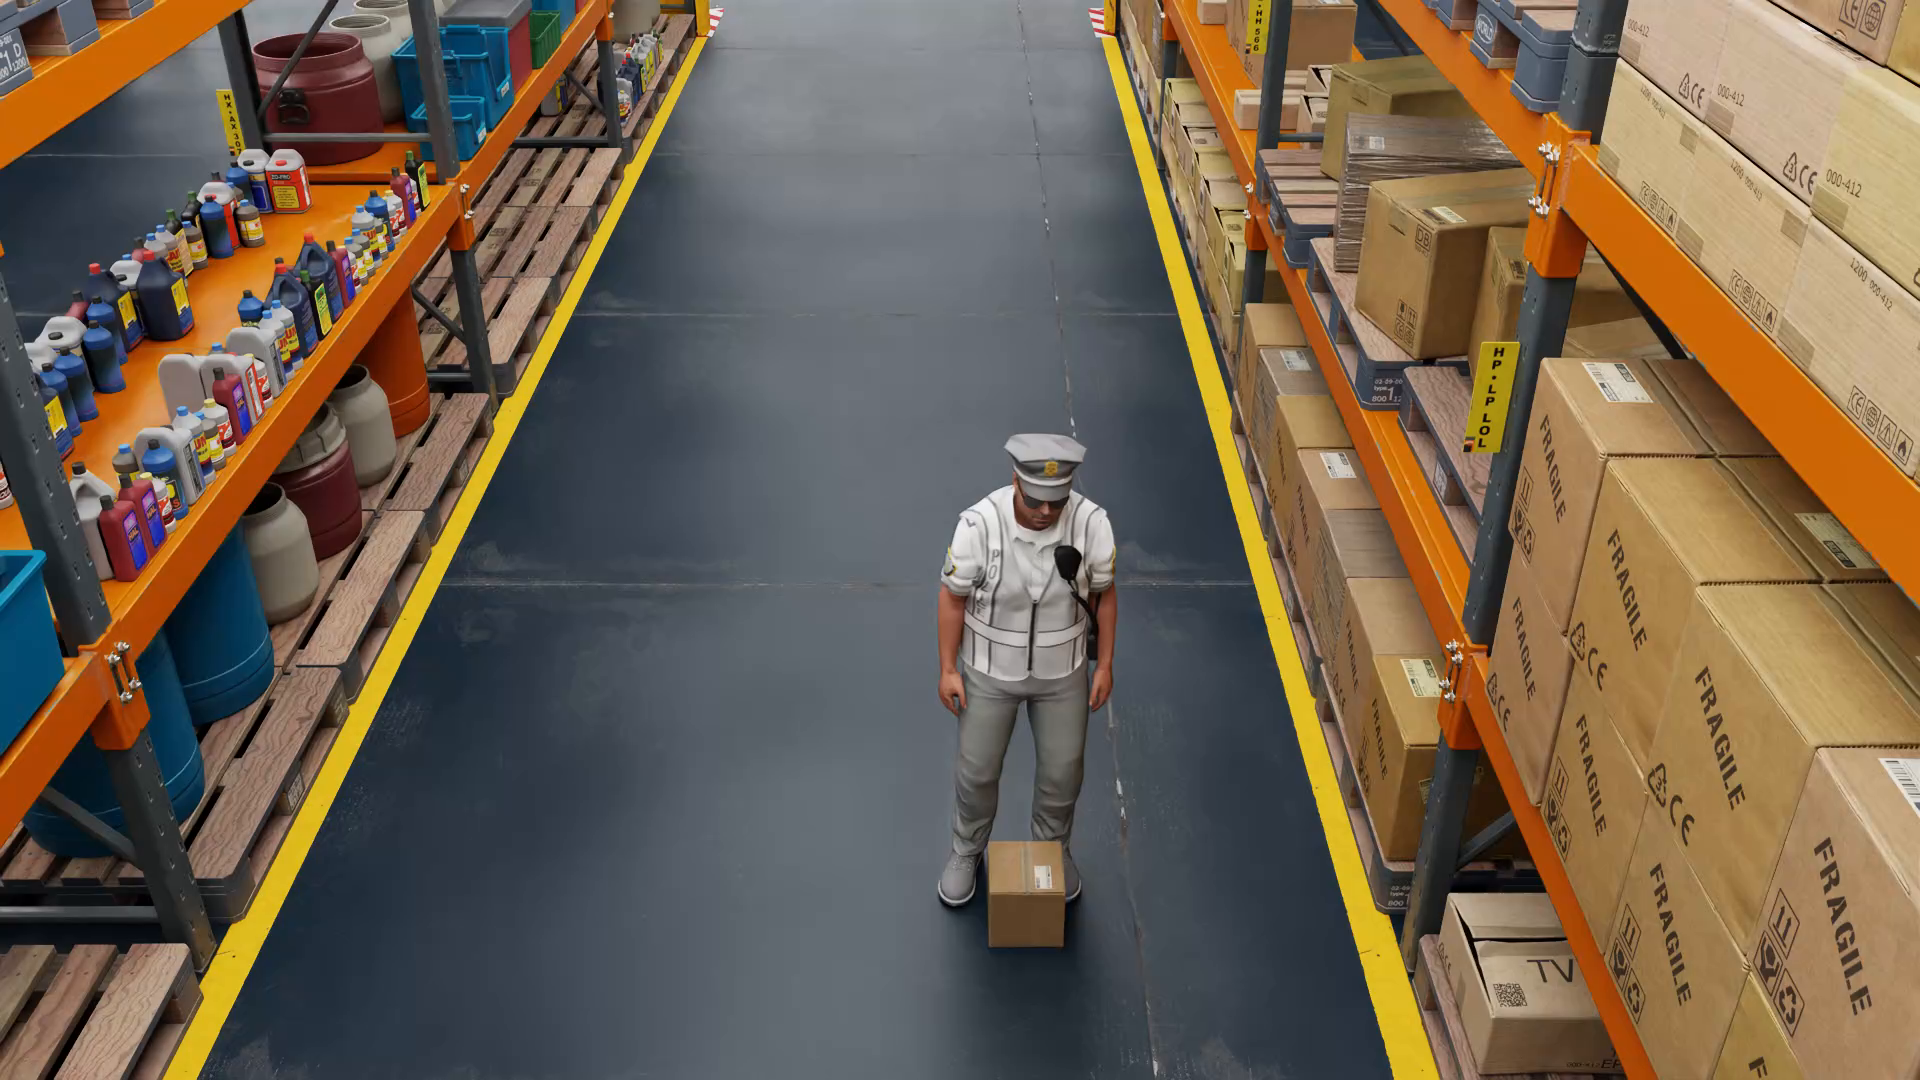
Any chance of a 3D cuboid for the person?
[{"bbox_3d":[0.214,0.409,5.457,0.596,1.747,0.437,-2,31,-3],"label":"person"}]
